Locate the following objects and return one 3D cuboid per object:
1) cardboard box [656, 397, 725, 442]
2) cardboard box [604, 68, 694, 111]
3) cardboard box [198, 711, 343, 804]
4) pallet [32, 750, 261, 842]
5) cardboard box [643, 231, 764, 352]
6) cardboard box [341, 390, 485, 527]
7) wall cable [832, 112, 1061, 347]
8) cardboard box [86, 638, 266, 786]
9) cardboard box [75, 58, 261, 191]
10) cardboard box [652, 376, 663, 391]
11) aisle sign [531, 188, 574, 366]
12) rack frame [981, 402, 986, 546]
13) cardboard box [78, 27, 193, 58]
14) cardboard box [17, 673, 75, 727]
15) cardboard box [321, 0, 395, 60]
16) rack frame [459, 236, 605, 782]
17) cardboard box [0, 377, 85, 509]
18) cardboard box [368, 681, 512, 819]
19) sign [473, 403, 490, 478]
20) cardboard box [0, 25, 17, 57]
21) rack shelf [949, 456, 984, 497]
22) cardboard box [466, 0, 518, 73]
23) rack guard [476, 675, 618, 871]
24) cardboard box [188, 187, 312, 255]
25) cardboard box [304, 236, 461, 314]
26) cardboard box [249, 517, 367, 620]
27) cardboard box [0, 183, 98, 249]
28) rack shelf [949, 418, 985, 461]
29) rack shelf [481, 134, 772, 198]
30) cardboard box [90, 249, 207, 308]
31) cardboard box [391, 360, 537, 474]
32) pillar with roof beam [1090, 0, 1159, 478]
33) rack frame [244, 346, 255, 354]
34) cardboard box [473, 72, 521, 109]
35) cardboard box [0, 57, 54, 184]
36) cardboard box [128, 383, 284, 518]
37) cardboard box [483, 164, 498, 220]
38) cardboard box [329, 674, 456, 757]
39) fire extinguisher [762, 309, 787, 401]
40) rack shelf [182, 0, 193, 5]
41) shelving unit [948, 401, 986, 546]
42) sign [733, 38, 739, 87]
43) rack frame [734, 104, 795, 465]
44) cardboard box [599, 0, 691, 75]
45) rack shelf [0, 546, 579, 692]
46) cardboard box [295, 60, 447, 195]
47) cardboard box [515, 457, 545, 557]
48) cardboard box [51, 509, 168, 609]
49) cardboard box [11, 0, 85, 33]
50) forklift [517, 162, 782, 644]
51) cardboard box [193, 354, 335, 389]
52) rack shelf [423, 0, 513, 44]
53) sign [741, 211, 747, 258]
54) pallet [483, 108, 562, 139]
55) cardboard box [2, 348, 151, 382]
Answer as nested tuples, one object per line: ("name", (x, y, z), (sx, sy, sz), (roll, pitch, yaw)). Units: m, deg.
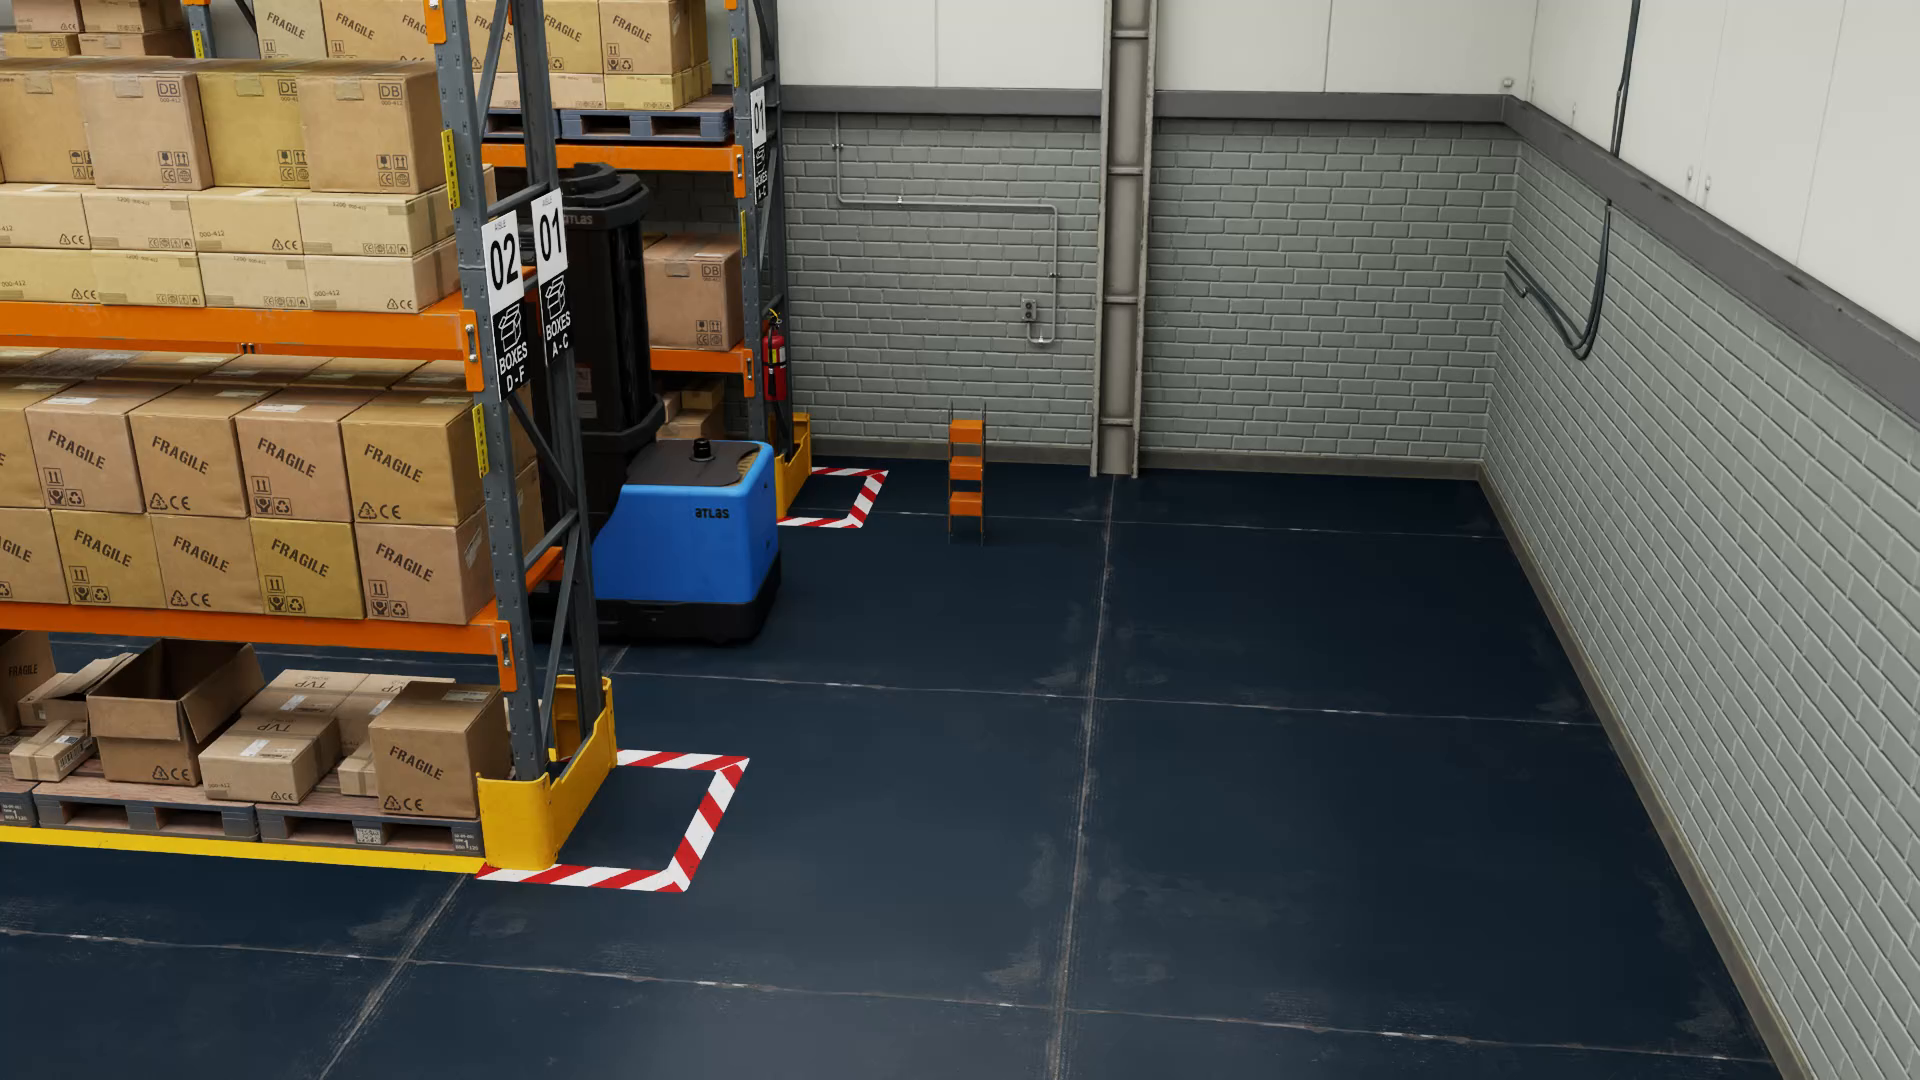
("cardboard box", (-2.197, -0.798, 13.207), (0.500, 0.500, 0.700), (2, 22, 6))
("cardboard box", (-2.249, -3.273, 12.056), (0.500, 0.250, 0.500), (3, 22, 8))
("cardboard box", (-3.579, 1.126, 8.653), (0.500, 0.250, 0.500), (2, 22, 6))
("pallet", (-4.145, 1.243, 9.008), (1.213, 0.211, 1.003), (2, 22, 6))
("cardboard box", (-1.998, -1.929, 12.832), (0.700, 0.700, 0.980), (3, 22, 9))
("cardboard box", (-2.544, -0.393, 7.858), (0.500, 0.500, 0.500), (2, 22, 6))
("wall cable", (-0.108, -2.534, 13.387), (1.851, 1.984, 0.084), (2, 22, 6))
("cardboard box", (-4.176, 0.900, 8.880), (0.637, 0.503, 0.797), (2, 22, 6))
("cardboard box", (-3.577, -1.920, 7.641), (0.500, 0.500, 0.700), (2, 22, 6))
("cardboard box", (-2.553, -1.189, 13.313), (0.250, 0.149, 0.380), (3, 22, 6))
("aisle sign", (-1.967, -1.276, 8.051), (0.004, 0.787, 0.394), (2, 22, 6))
("rack frame", (0.174, -0.481, 12.228), (0.008, 1.050, 0.200), (2, 22, 6))
("cardboard box", (-6.324, -3.669, 12.825), (0.500, 0.500, 0.700), (1, 22, 3))
("cardboard box", (-5.063, 0.901, 9.360), (0.250, 0.149, 0.380), (2, 22, 6))
("cardboard box", (-4.277, -3.707, 12.133), (0.500, 0.500, 0.500), (2, 22, 5))
("rack frame", (-2.070, 0.038, 8.265), (0.127, 3.000, 1.000), (2, 22, 6))
("cardboard box", (-4.584, -0.479, 8.076), (0.500, 0.500, 0.500), (2, 22, 5))
("cardboard box", (-2.639, 1.062, 8.476), (0.500, 0.500, 0.500), (2, 22, 6))
("sign", (-2.155, -0.446, 7.484), (0.005, 0.325, 0.100), (2, 22, 6))
("cardboard box", (-7.374, -3.714, 12.940), (0.500, 0.500, 0.700), (2, 22, 6))
("rack shelf", (0.053, -0.476, 12.245), (0.240, 0.259, 0.215), (2, 22, 6))
("cardboard box", (-3.264, -3.664, 12.025), (0.500, 0.500, 0.500), (2, 22, 4))
("rack guard", (-2.145, 1.197, 8.733), (0.348, 0.500, 1.175), (2, 22, 6))
("cardboard box", (-3.106, -1.471, 7.524), (0.500, 0.250, 0.500), (2, 22, 6))
("cardboard box", (-2.611, -1.214, 7.554), (0.500, 0.250, 0.500), (2, 22, 6))
("cardboard box", (-3.062, 0.050, 8.098), (0.500, 0.500, 0.500), (3, 22, 7))
("cardboard box", (-4.100, -1.513, 7.631), (0.500, 0.250, 0.500), (2, 22, 6))
("rack shelf", (0.053, -0.740, 12.141), (0.240, 0.259, 0.215), (2, 22, 6))
("rack shelf", (-3.477, -2.918, 12.640), (4.000, 0.370, 1.077), (2, 22, 6))
("cardboard box", (-3.604, -1.256, 7.661), (0.500, 0.250, 0.500), (2, 22, 6))
("cardboard box", (-2.479, -0.589, 8.355), (0.500, 0.500, 0.500), (3, 22, 8))
("pillar with roof beam", (0.786, -3.188, 8.265), (0.400, 9.000, 9.100), (2, 22, 6))
("rack frame", (-5.463, -1.944, 13.278), (0.127, 3.000, 1.000), (2, 22, 6))
("cardboard box", (-3.283, -3.316, 12.164), (0.500, 0.250, 0.500), (2, 22, 5))
("cardboard box", (-4.577, -1.942, 7.697), (0.500, 0.500, 0.700), (2, 22, 6))
("cardboard box", (-3.561, -0.435, 7.965), (0.500, 0.500, 0.500), (3, 22, 8))
("cardboard box", (-2.549, -1.637, 7.946), (0.500, 0.250, 0.500), (2, 22, 6))
("cardboard box", (-3.073, 0.963, 9.066), (0.500, 0.250, 0.500), (2, 22, 6))
("fire extinguisher", (-1.395, -1.387, 12.480), (0.183, 0.674, 0.296), (2, 22, 6))
("rack shelf", (-7.449, -4.300, 12.600), (4.000, 0.370, 1.077), (2, 22, 6))
("shelving unit", (0.053, -0.486, 12.241), (0.252, 1.050, 0.215), (2, 22, 6))
("sign", (-1.568, -3.344, 11.641), (0.005, 0.325, 0.100), (2, 22, 6))
("rack frame", (-1.490, -1.771, 12.840), (0.127, 3.000, 1.000), (2, 22, 6))
("cardboard box", (-2.249, -3.619, 11.911), (0.500, 0.500, 0.500), (2, 22, 6))
("rack shelf", (-4.056, 0.286, 8.616), (4.000, 0.370, 1.077), (2, 22, 6))
("cardboard box", (-2.582, -1.885, 7.553), (0.500, 0.500, 0.700), (2, 22, 6))
("cardboard box", (-2.479, -0.124, 8.539), (0.500, 0.500, 0.500), (3, 22, 7))
("cardboard box", (-4.057, 0.004, 8.213), (0.500, 0.500, 0.500), (2, 22, 6))
("cardboard box", (-6.871, -4.043, 12.753), (0.500, 0.250, 0.500), (2, 22, 5))
("forklift", (-2.781, -0.900, 10.729), (3.031, 2.935, 1.130), (2, 22, 4))
("cardboard box", (-3.496, -0.633, 8.464), (0.500, 0.500, 0.500), (3, 22, 7))
("rack shelf", (-4.056, -2.503, 7.514), (4.000, 0.370, 1.077), (2, 22, 6))
("sign", (-1.568, -2.222, 12.084), (0.005, 0.325, 0.100), (2, 22, 6))
("pallet", (-3.443, -3.205, 12.508), (1.213, 0.211, 1.003), (2, 22, 6))
("cardboard box", (-4.500, -0.677, 8.575), (0.500, 0.500, 0.500), (3, 22, 7))
